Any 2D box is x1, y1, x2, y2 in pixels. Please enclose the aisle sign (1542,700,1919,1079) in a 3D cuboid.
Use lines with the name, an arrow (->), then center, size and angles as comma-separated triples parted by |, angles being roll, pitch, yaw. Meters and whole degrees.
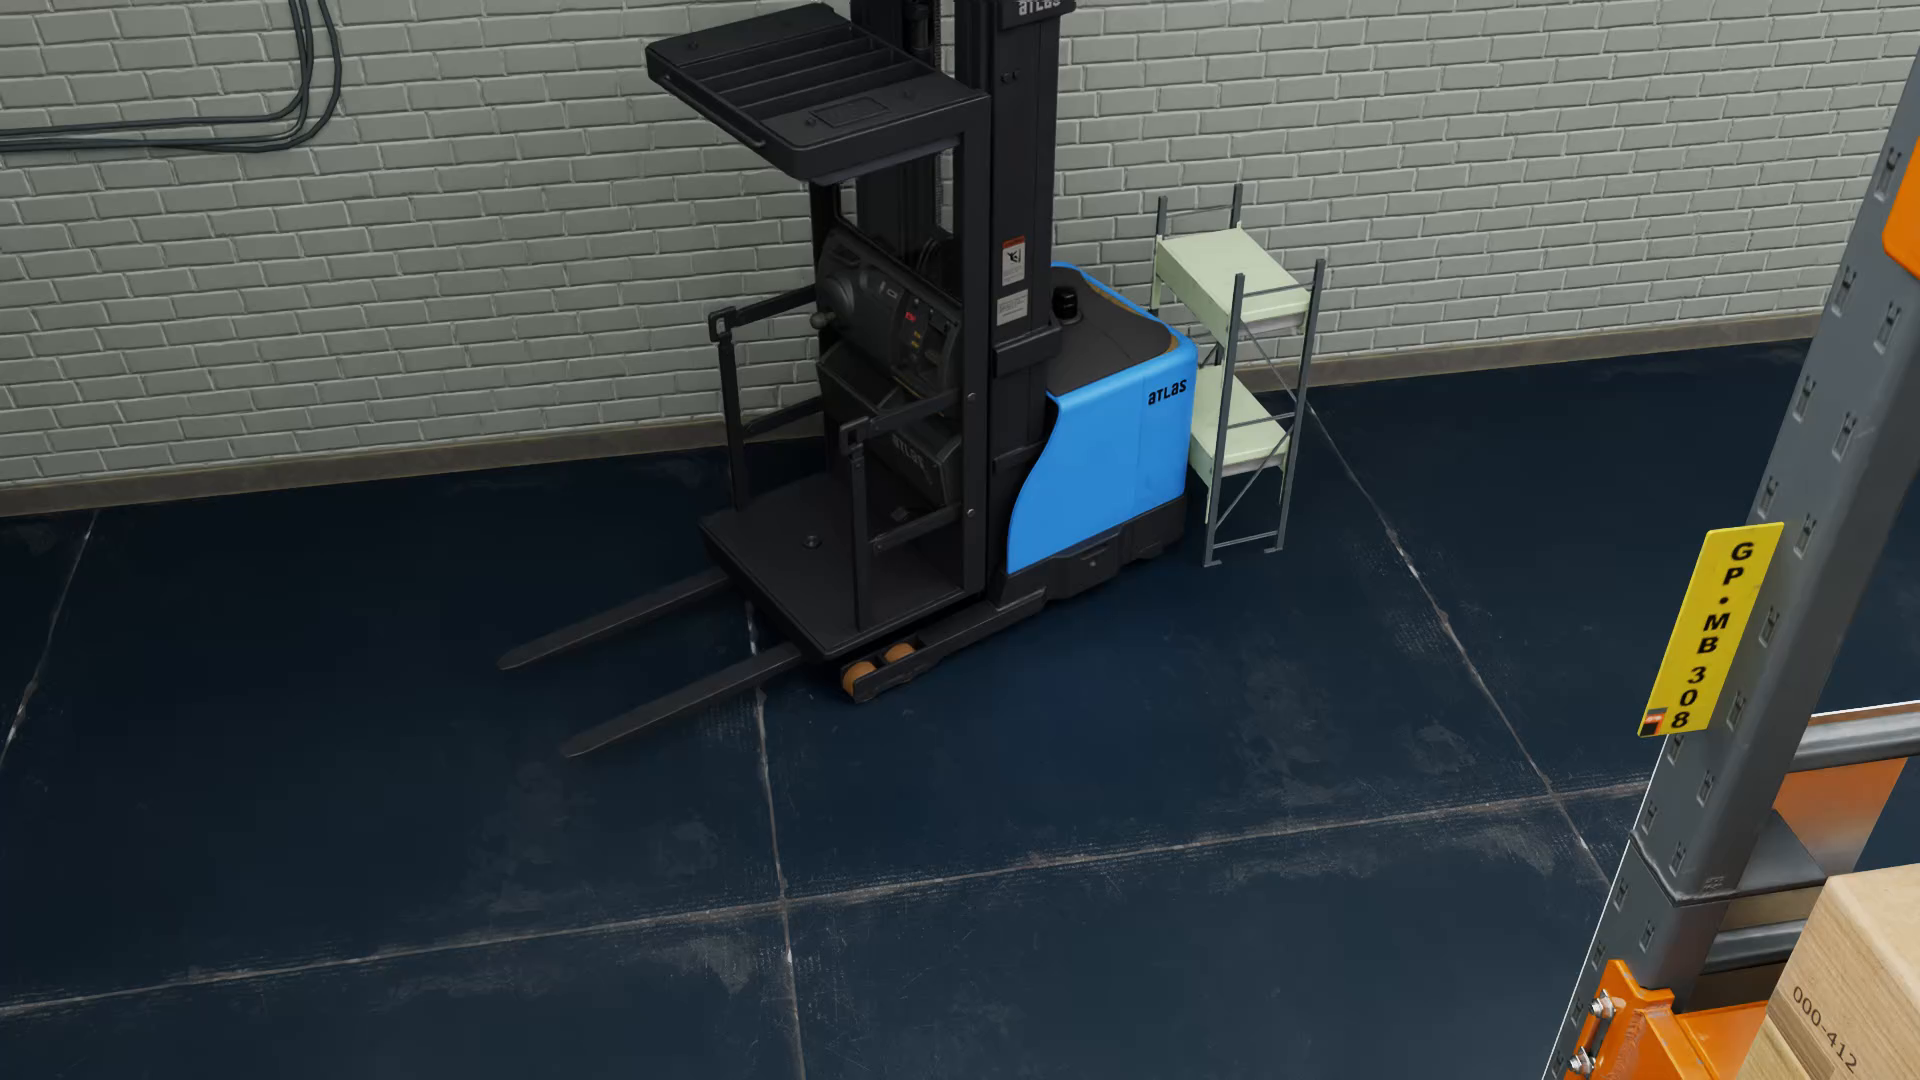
aisle sign -> 1.136, 0.549, 2.480 | 0.394, 0.787, 0.004 | -6, 38, -8

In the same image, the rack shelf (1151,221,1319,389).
rack shelf -> 1.177, -1.032, 7.220 | 0.431, 0.370, 0.720 | -12, 39, -15

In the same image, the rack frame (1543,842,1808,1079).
rack frame -> 1.437, 1.585, 3.265 | 1.000, 3.000, 0.127 | -6, 38, -8

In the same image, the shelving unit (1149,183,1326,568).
shelving unit -> 1.177, -0.724, 7.459 | 0.431, 1.500, 0.755 | -12, 39, -15

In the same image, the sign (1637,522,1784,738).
sign -> 0.902, 0.114, 2.001 | 0.100, 0.325, 0.005 | -6, 38, -8

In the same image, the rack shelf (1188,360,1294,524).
rack shelf -> 1.177, -0.467, 7.659 | 0.431, 0.370, 0.720 | -12, 39, -15

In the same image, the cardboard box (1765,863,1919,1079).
cardboard box -> 1.270, 0.601, 1.802 | 0.500, 0.250, 0.500 | -6, 38, -8

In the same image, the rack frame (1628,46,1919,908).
rack frame -> 1.437, -0.784, 1.424 | 1.000, 3.000, 0.127 | -6, 38, -8

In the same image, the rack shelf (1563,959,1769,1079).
rack shelf -> 1.787, 1.893, 1.010 | 1.077, 0.370, 4.000 | -6, 38, -8

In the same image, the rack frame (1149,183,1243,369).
rack frame -> 1.056, -0.936, 7.732 | 0.400, 1.500, 0.023 | -12, 39, -15

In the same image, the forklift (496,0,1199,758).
forklift -> -0.460, -0.859, 6.466 | 3.031, 2.935, 1.130 | -24, 44, -27

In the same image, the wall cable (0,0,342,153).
wall cable -> -4.079, -2.477, 6.135 | 3.097, 2.526, 0.112 | -6, 38, -8

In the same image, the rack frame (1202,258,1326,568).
rack frame -> 1.299, -0.512, 7.187 | 0.400, 1.500, 0.023 | -12, 39, -15

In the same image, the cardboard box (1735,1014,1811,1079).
cardboard box -> 1.276, 0.797, 1.956 | 0.500, 0.250, 0.500 | -6, 38, -8
